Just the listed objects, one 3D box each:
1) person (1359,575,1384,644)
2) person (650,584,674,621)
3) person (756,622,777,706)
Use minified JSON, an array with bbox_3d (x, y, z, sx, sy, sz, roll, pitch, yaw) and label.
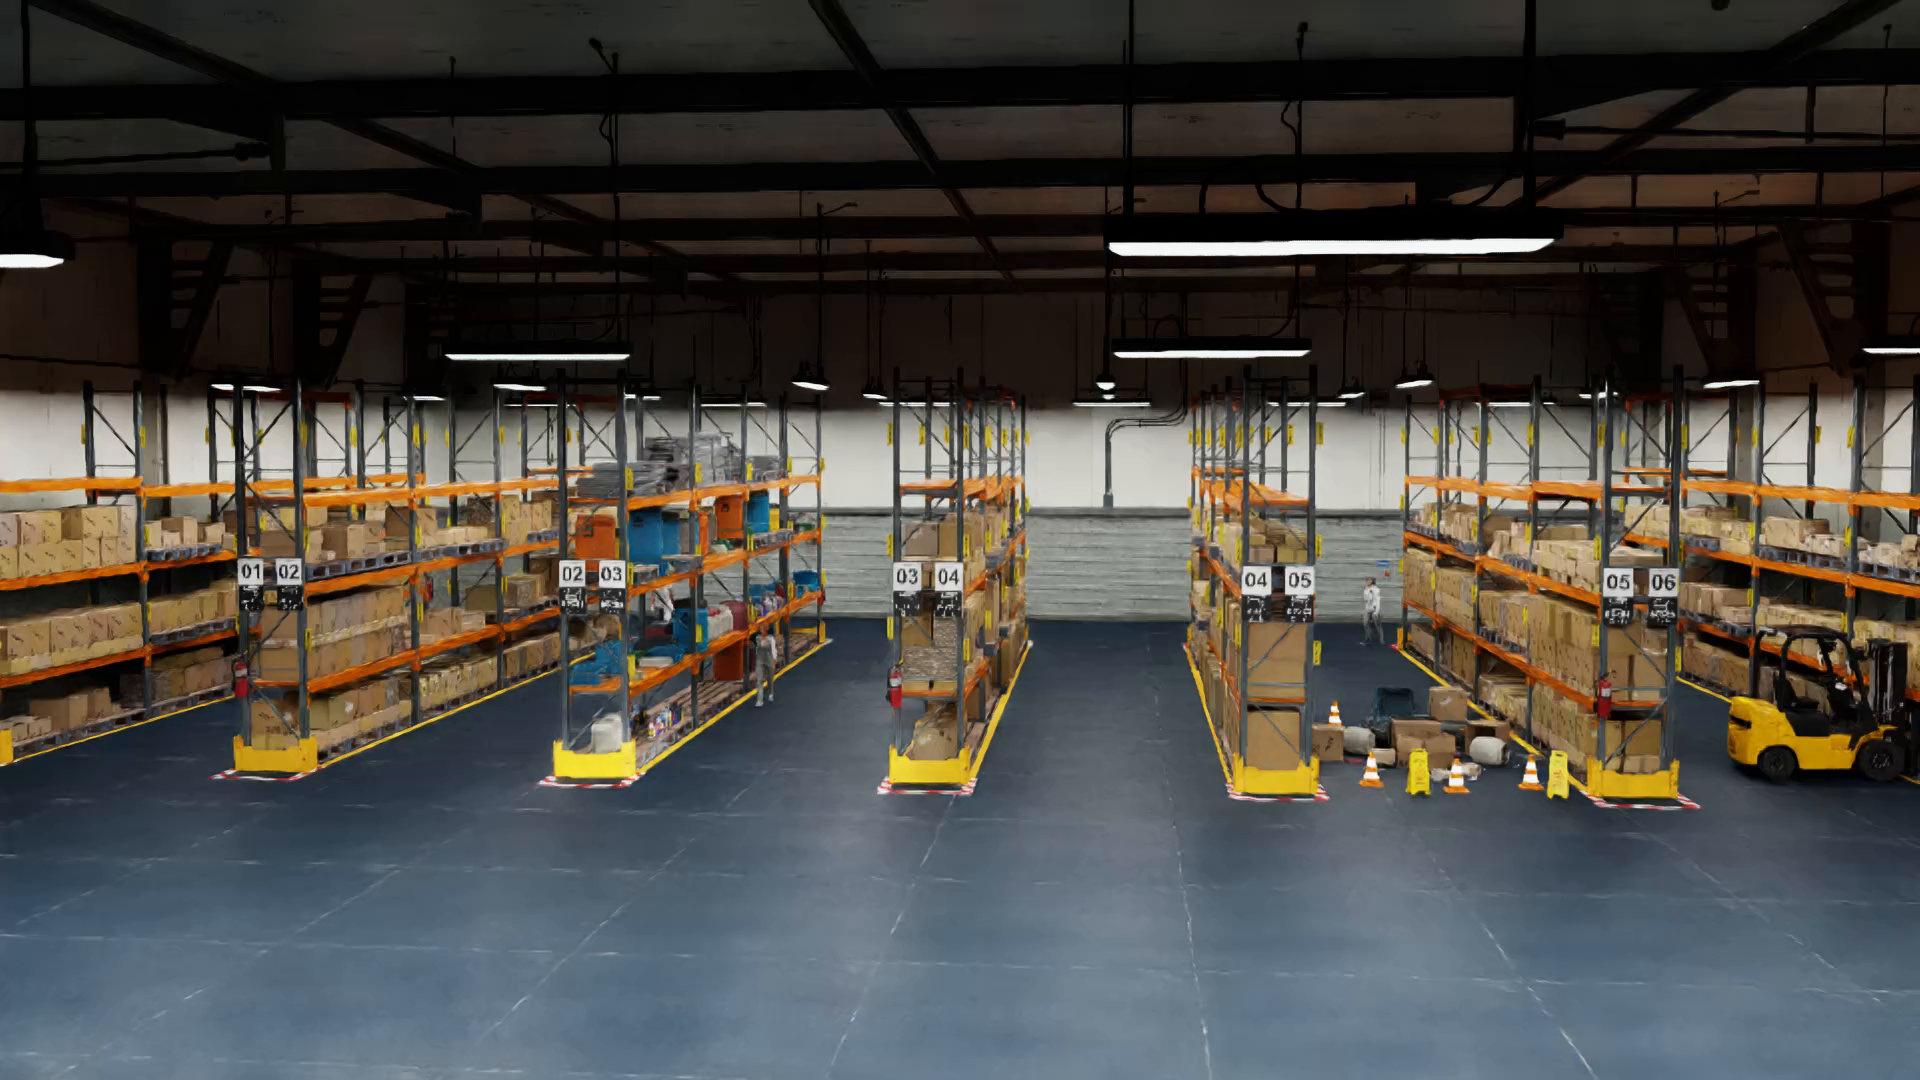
[{"bbox_3d":[9.971,1.685,40.149,0.551,1.667,0.520,-2,4,-29],"label":"person"},{"bbox_3d":[-7.304,1.598,40.734,0.549,1.712,1.098,0,4,-2],"label":"person"},{"bbox_3d":[-3.620,2.292,31.088,0.430,1.539,0.949,0,4,4],"label":"person"}]
